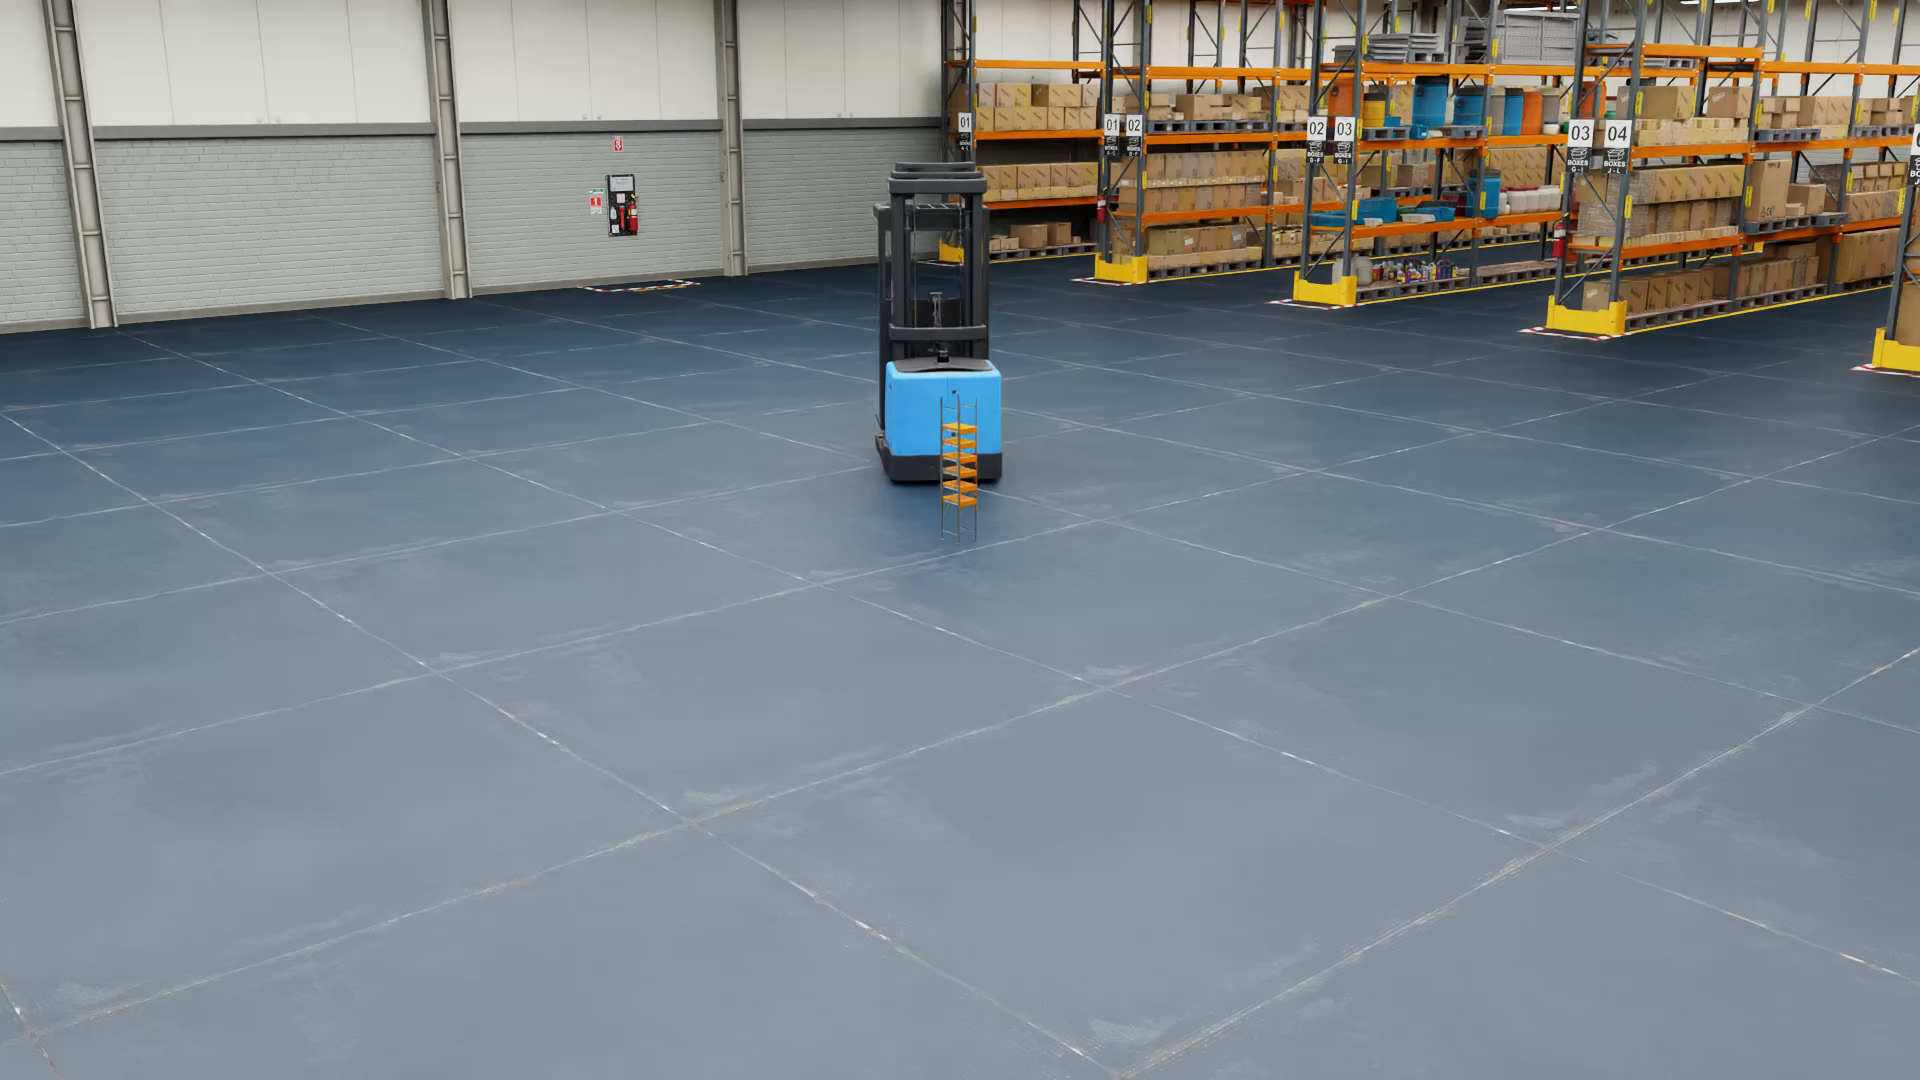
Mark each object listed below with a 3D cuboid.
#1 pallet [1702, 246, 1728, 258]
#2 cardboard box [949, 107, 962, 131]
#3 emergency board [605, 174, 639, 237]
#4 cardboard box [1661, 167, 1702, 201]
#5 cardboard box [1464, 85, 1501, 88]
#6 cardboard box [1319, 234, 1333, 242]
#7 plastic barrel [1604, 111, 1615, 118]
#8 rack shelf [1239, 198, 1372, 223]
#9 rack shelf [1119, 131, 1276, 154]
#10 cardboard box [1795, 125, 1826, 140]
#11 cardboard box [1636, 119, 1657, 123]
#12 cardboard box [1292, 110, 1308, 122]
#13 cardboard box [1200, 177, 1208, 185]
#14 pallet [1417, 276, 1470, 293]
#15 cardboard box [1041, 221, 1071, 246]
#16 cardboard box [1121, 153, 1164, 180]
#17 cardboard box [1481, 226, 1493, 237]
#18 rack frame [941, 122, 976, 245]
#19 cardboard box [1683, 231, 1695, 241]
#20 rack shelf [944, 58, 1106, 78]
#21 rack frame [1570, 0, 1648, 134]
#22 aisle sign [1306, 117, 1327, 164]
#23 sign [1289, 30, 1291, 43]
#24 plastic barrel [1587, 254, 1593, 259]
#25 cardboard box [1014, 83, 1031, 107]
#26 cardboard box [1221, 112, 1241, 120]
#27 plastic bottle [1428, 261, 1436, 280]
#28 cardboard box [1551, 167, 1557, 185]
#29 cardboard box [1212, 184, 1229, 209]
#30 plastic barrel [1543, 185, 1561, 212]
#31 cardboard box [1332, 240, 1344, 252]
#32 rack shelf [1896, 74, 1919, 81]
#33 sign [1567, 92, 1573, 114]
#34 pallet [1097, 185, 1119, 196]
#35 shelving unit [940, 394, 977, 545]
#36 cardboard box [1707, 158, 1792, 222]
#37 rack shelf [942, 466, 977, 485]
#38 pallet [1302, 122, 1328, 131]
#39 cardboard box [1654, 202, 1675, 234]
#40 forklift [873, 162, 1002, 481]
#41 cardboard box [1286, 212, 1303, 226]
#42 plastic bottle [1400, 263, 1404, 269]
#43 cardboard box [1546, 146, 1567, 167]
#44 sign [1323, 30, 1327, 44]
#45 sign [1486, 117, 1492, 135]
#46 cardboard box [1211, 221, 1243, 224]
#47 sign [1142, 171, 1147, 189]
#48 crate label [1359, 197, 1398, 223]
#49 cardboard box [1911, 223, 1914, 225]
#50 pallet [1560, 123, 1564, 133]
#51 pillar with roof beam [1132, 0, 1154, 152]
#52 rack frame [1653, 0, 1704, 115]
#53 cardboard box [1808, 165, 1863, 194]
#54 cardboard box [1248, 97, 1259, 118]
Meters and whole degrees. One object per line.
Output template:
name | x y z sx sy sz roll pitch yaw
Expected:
pallet | 16.970 -6.705 38.443 1.213 0.211 1.003 -13 19 -39
cardboard box | 0.113 -9.235 36.468 0.500 0.500 0.500 -11 18 -35
emergency board | -6.491 -6.468 32.151 0.643 1.169 0.194 -13 19 -39
cardboard box | 11.444 -5.685 26.512 0.500 0.500 0.500 -13 19 -39
cardboard box | 12.613 -10.748 40.231 0.500 0.500 0.700 -13 19 -39
cardboard box | 7.871 -6.750 36.634 0.500 0.311 0.500 -12 19 -38
plastic barrel | 13.453 -8.747 34.357 0.294 0.245 0.294 0 15 0
rack shelf | 7.745 -7.313 36.711 4.000 0.370 1.077 -13 19 -39
rack shelf | 4.728 -8.085 33.787 4.000 0.370 1.077 -13 19 -39
cardboard box | 14.811 -7.148 29.175 0.500 0.250 0.500 -12 19 -38
cardboard box | 10.447 -6.378 25.521 0.250 0.149 0.380 -13 20 -40
cardboard box | 7.120 -9.098 35.662 0.500 0.250 0.500 14 20 42
cardboard box | 4.817 -7.291 33.782 0.250 0.149 0.380 -12 19 -39
pallet | 8.951 -4.904 31.702 1.213 0.211 1.003 -13 19 -39
cardboard box | 2.225 -7.107 38.536 0.500 0.500 0.500 14 21 43
cardboard box | 3.620 -7.405 32.953 0.500 0.500 0.700 -13 19 -39
cardboard box | 12.730 -7.620 40.822 0.500 0.311 0.500 -13 19 -39
rack frame | -0.035 -7.608 36.421 0.127 3.000 1.000 -13 19 -39
cardboard box | 11.626 -4.927 26.869 0.250 0.149 0.380 -13 19 -39
rack shelf | 1.473 -10.496 37.008 4.000 0.370 1.077 -13 19 -39
rack frame | 9.719 -7.614 24.816 0.127 3.000 1.000 -13 19 -39
aisle sign | 6.219 -6.981 29.036 0.004 0.787 0.394 -13 19 -39
sign | 8.671 -13.179 43.536 0.005 0.325 0.100 -13 19 -39
plastic barrel | 13.228 -6.235 35.287 0.421 0.512 0.421 0 15 0
cardboard box | 1.205 -9.781 36.571 0.500 0.500 0.500 -12 19 -38
cardboard box | 5.506 -8.663 33.959 0.250 0.149 0.380 -13 19 -39
plastic bottle | 8.800 -5.038 31.077 0.185 0.351 0.144 -13 20 -40
cardboard box | 14.741 -9.186 42.133 0.500 0.500 0.500 -12 19 -39
cardboard box | 5.131 -7.119 34.396 0.500 0.500 0.700 -12 19 -39
plastic barrel | 11.867 -6.873 33.452 0.421 0.512 0.421 0 15 0
cardboard box | 8.250 -6.565 37.030 0.500 0.250 0.500 -12 19 -38
rack shelf | 20.281 -9.445 33.840 4.000 0.370 1.077 -13 19 -39
sign | 9.370 -6.704 25.506 0.005 0.325 0.100 -13 19 -39
pallet | 3.654 -8.294 39.361 1.213 0.211 1.003 -13 19 -39
shelving unit | -0.011 -0.577 13.586 0.189 1.200 0.258 -13 19 -39
cardboard box | 13.428 -5.993 28.398 1.000 1.000 1.000 -12 19 -39
rack shelf | -0.011 -0.534 13.597 0.180 0.103 0.258 -13 19 -39
pallet | 7.959 -9.035 36.317 1.213 0.211 1.003 -12 19 -37
cardboard box | 10.856 -5.180 26.558 0.500 0.500 0.875 -13 19 -39
forklift | -0.286 -2.298 16.674 1.130 2.935 3.031 -2 15 -6
cardboard box | 8.612 -8.670 43.748 0.750 0.750 0.750 -12 19 -39
plastic bottle | 8.375 -5.131 31.583 0.097 0.271 0.097 0 15 0
cardboard box | 15.134 -9.757 42.336 0.500 0.500 0.500 -13 20 -40
sign | 9.382 -12.925 42.739 0.005 0.325 0.100 -13 19 -39
sign | 9.838 -7.702 30.941 0.005 0.325 0.100 -13 19 -39
cardboard box | 5.681 -6.541 35.488 0.500 0.500 0.500 -13 19 -39
sign | 3.579 -6.992 32.283 0.005 0.325 0.100 -13 19 -39
crate label | 7.679 -6.061 30.560 0.616 0.435 0.502 -13 19 -39
cardboard box | 19.322 -6.021 33.781 0.875 0.875 0.875 -13 19 -39
pallet | 13.144 -8.503 34.325 1.213 0.211 1.003 -13 19 -39
pillar with roof beam | 7.277 -10.972 37.389 0.400 9.000 9.100 -13 19 -39
rack frame | 15.520 -10.611 36.037 0.127 3.000 1.000 -13 19 -39
cardboard box | 16.316 -6.724 30.974 0.637 0.503 0.797 -12 19 -38
cardboard box | 7.119 -10.958 42.103 0.500 0.500 0.700 -11 19 -37
